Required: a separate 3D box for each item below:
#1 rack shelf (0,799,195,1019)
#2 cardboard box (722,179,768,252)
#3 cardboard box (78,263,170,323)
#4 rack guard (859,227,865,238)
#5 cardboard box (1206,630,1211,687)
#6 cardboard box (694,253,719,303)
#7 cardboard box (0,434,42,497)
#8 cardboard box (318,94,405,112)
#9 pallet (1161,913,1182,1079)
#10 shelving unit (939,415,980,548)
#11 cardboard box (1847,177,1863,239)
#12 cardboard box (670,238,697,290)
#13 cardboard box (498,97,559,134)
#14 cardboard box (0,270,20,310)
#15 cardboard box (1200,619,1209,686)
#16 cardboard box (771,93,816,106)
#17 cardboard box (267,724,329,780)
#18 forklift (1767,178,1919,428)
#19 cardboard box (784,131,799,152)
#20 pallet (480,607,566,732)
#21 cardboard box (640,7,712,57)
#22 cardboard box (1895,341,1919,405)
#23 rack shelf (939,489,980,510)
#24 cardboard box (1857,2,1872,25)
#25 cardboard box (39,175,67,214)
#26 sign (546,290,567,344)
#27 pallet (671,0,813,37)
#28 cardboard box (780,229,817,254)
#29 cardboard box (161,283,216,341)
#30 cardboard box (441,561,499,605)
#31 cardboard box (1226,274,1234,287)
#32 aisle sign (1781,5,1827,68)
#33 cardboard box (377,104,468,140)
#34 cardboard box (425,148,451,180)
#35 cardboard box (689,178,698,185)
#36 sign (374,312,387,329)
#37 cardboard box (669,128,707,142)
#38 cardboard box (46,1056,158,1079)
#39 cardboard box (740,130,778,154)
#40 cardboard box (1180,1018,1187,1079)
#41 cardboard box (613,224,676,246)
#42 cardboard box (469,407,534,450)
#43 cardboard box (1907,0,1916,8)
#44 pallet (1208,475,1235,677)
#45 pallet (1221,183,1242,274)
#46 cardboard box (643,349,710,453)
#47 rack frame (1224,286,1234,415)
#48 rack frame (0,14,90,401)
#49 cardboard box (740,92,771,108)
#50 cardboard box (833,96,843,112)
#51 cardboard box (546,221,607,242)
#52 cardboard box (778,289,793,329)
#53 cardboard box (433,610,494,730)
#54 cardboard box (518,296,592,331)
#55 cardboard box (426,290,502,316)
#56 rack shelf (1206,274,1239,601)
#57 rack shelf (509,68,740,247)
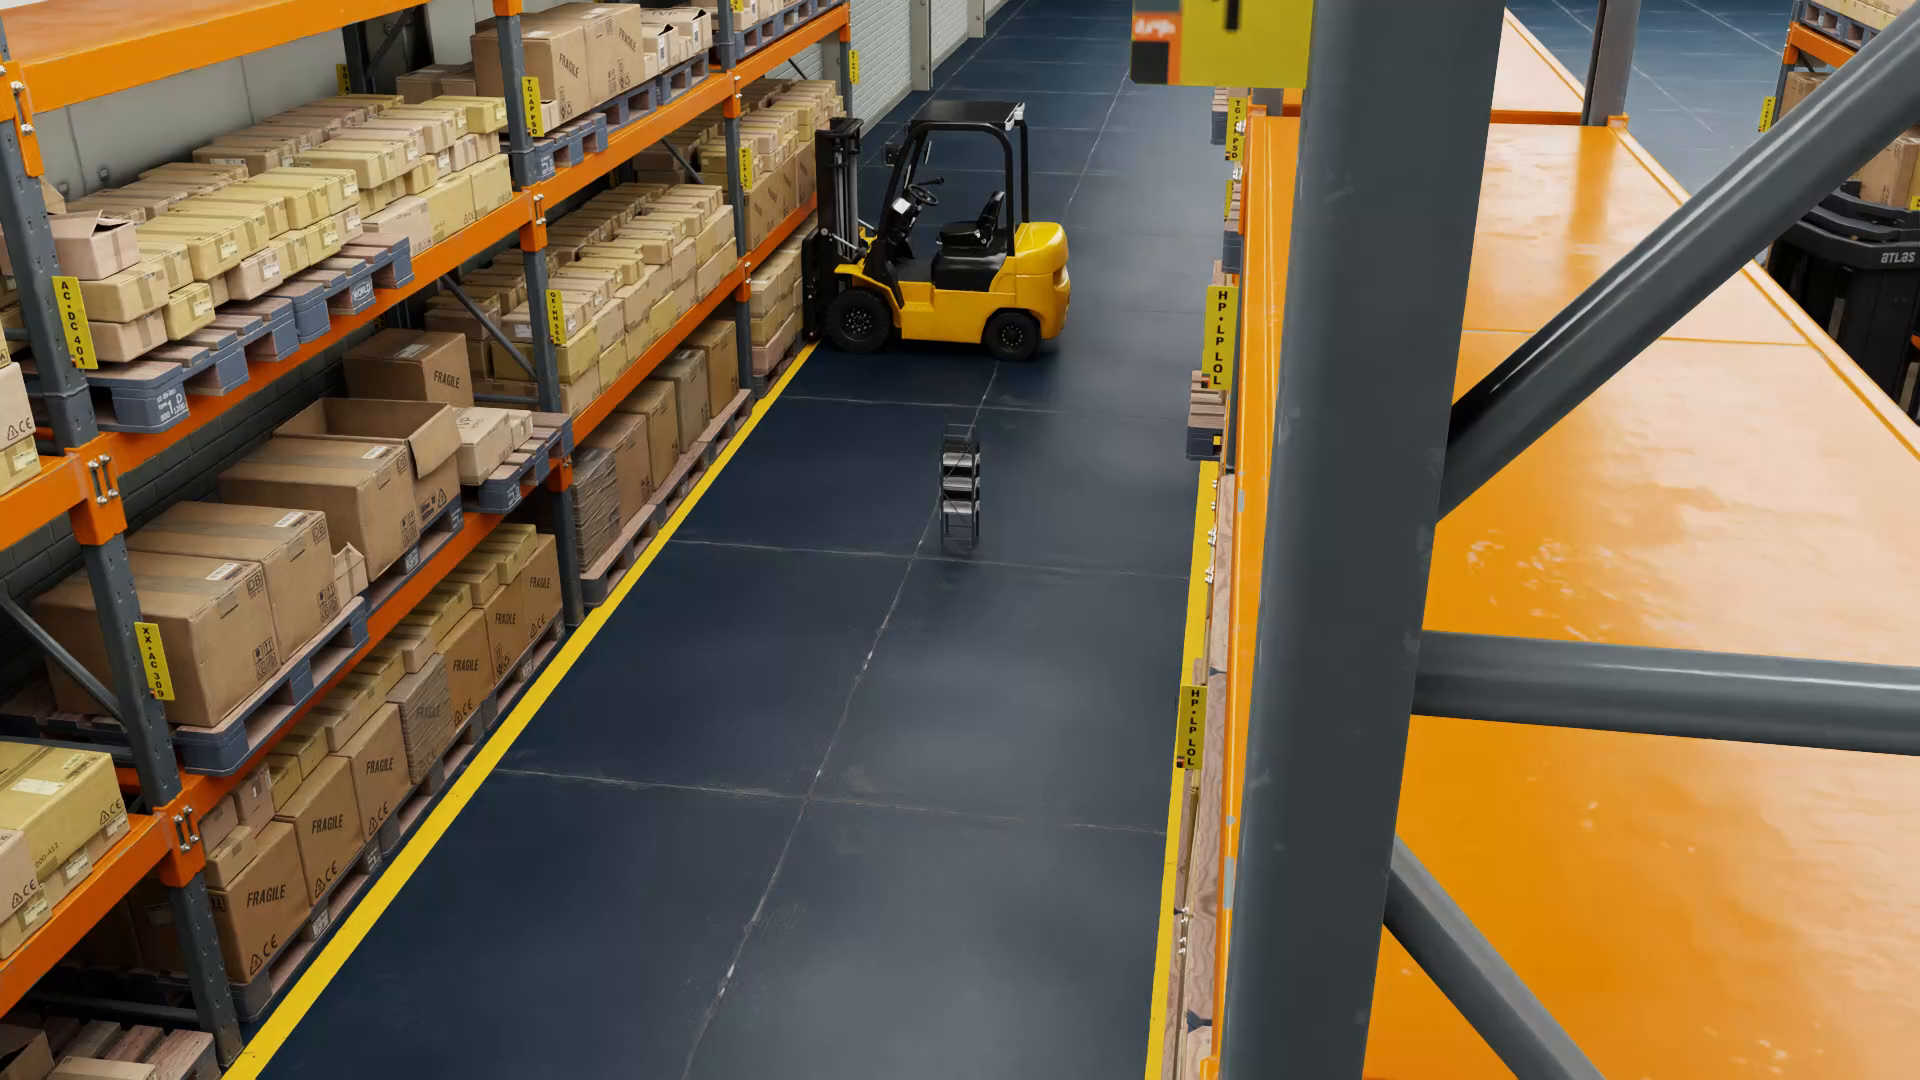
[{"bbox_3d":[-3.897,1.978,4.879,1.077,0.370,4.000,4,25,9],"label":"rack shelf"},{"bbox_3d":[-1.933,-2.743,13.998,0.500,0.500,0.500,3,25,7],"label":"cardboard box"},{"bbox_3d":[-3.089,-0.894,5.960,0.380,0.149,0.250,5,26,10],"label":"cardboard box"},{"bbox_3d":[-1.605,-3.081,17.787,1.175,0.500,0.348,4,25,9],"label":"rack guard"},{"bbox_3d":[1.152,0.456,5.985,0.500,0.500,0.500,5,26,10],"label":"cardboard box"},{"bbox_3d":[-2.164,-2.023,12.754,0.500,0.250,0.500,4,25,8],"label":"cardboard box"},{"bbox_3d":[-3.338,-0.258,5.566,0.380,0.149,0.250,4,25,8],"label":"cardboard box"},{"bbox_3d":[-3.250,-2.328,9.048,0.380,0.149,0.250,3,25,7],"label":"cardboard box"},{"bbox_3d":[1.379,2.093,7.074,1.003,0.211,1.213,4,25,9],"label":"pallet"},{"bbox_3d":[-0.001,-0.404,11.596,0.258,0.900,0.210,4,25,9],"label":"shelving unit"},{"bbox_3d":[7.843,-2.788,14.036,0.875,0.550,0.500,4,25,9],"label":"cardboard box"},{"bbox_3d":[-2.257,-2.037,12.194,0.500,0.250,0.500,5,25,10],"label":"cardboard box"},{"bbox_3d":[-2.560,-2.470,9.658,0.380,0.166,0.250,4,25,8],"label":"cardboard box"},{"bbox_3d":[-3.637,-0.933,6.043,0.380,0.149,0.250,4,25,8],"label":"cardboard box"},{"bbox_3d":[1.636,0.913,8.316,0.875,0.875,0.875,4,25,9],"label":"cardboard box"},{"bbox_3d":[-1.600,-4.197,15.988,0.380,0.149,0.250,4,25,9],"label":"cardboard box"},{"bbox_3d":[-3.218,0.987,7.835,0.380,0.149,0.250,4,25,8],"label":"cardboard box"},{"bbox_3d":[5.266,-0.509,9.425,3.031,2.935,1.130,-3,25,-6],"label":"forklift"},{"bbox_3d":[-1.679,-3.630,15.128,0.380,0.149,0.250,3,25,7],"label":"cardboard box"},{"bbox_3d":[-3.076,0.715,10.017,1.003,0.211,1.213,4,25,9],"label":"pallet"},{"bbox_3d":[-2.141,-3.764,12.252,0.500,0.311,0.500,3,25,7],"label":"cardboard box"},{"bbox_3d":[7.706,-1.373,13.201,0.875,0.875,0.875,4,25,9],"label":"cardboard box"},{"bbox_3d":[-0.001,-0.292,11.648,0.258,0.077,0.200,4,25,9],"label":"rack shelf"},{"bbox_3d":[7.569,-4.285,13.555,0.380,0.149,0.250,4,25,9],"label":"cardboard box"},{"bbox_3d":[-3.578,-1.233,6.194,0.396,0.266,0.258,4,25,9],"label":"cardboard box"},{"bbox_3d":[-2.380,-1.312,9.787,0.100,0.325,0.005,4,25,9],"label":"sign"},{"bbox_3d":[-1.948,-4.716,14.897,1.003,0.211,1.213,4,25,9],"label":"pallet"},{"bbox_3d":[-1.618,-2.750,15.699,0.500,0.250,0.500,4,25,7],"label":"cardboard box"},{"bbox_3d":[-3.053,-0.868,6.255,0.380,0.149,0.250,4,25,9],"label":"cardboard box"},{"bbox_3d":[-2.848,0.238,9.435,0.380,0.149,0.250,3,25,7],"label":"cardboard box"},{"bbox_3d":[1.854,-1.312,10.094,0.500,0.500,0.500,4,25,8],"label":"cardboard box"},{"bbox_3d":[7.904,-4.788,15.419,0.394,0.787,0.004,4,25,9],"label":"aisle sign"},{"bbox_3d":[-2.828,-2.196,8.766,0.380,0.149,0.250,3,25,7],"label":"cardboard box"},{"bbox_3d":[-2.867,-1.948,8.587,0.380,0.149,0.250,5,25,10],"label":"cardboard box"},{"bbox_3d":[-2.456,-2.782,14.082,0.500,0.500,0.500,4,25,8],"label":"cardboard box"},{"bbox_3d":[-3.465,-1.419,9.921,0.100,0.325,0.005,4,25,9],"label":"sign"},{"bbox_3d":[-2.418,-3.481,14.459,0.380,0.149,0.250,4,25,7],"label":"cardboard box"},{"bbox_3d":[-3.372,2.170,6.488,0.380,0.149,0.250,3,25,7],"label":"cardboard box"},{"bbox_3d":[-1.788,-3.440,14.372,0.380,0.149,0.250,5,25,10],"label":"cardboard box"},{"bbox_3d":[0.742,1.477,3.803,0.500,0.500,0.500,4,25,8],"label":"cardboard box"},{"bbox_3d":[-2.280,-2.175,12.019,0.380,0.149,0.250,4,25,9],"label":"cardboard box"},{"bbox_3d":[-2.646,-0.632,9.408,0.380,0.149,0.250,4,25,9],"label":"cardboard box"},{"bbox_3d":[7.445,-3.983,12.440,0.500,0.250,0.500,4,25,8],"label":"cardboard box"},{"bbox_3d":[1.183,0.181,4.436,1.003,0.211,1.213,4,25,9],"label":"pallet"},{"bbox_3d":[1.928,-1.515,8.177,1.213,0.211,1.003,5,26,11],"label":"pallet"},{"bbox_3d":[-2.472,-1.102,12.916,0.875,0.625,0.625,4,25,8],"label":"cardboard box"},{"bbox_3d":[1.981,-0.515,9.356,1.000,3.000,0.127,4,25,9],"label":"rack frame"},{"bbox_3d":[-3.571,-1.901,5.242,1.000,3.000,0.127,4,25,9],"label":"rack frame"},{"bbox_3d":[-2.035,-4.230,16.060,0.380,0.149,0.250,4,25,9],"label":"cardboard box"},{"bbox_3d":[-1.390,-4.378,16.726,0.380,0.149,0.250,4,25,9],"label":"cardboard box"},{"bbox_3d":[-2.793,-2.208,12.089,0.380,0.149,0.250,4,25,8],"label":"cardboard box"},{"bbox_3d":[-1.799,-2.093,14.886,0.500,0.250,0.500,4,25,8],"label":"cardboard box"},{"bbox_3d":[-2.949,0.704,9.205,0.500,0.500,0.500,5,26,11],"label":"cardboard box"},{"bbox_3d":[-2.532,-1.421,10.409,0.380,0.149,0.250,5,25,10],"label":"cardboard box"},{"bbox_3d":[-3.131,-1.464,10.500,0.380,0.149,0.250,5,25,10],"label":"cardboard box"},{"bbox_3d":[1.654,-0.711,7.086,1.077,0.370,4.000,4,25,9],"label":"rack shelf"},{"bbox_3d":[-2.590,-2.727,11.391,1.077,0.370,4.000,4,25,9],"label":"rack shelf"}]
